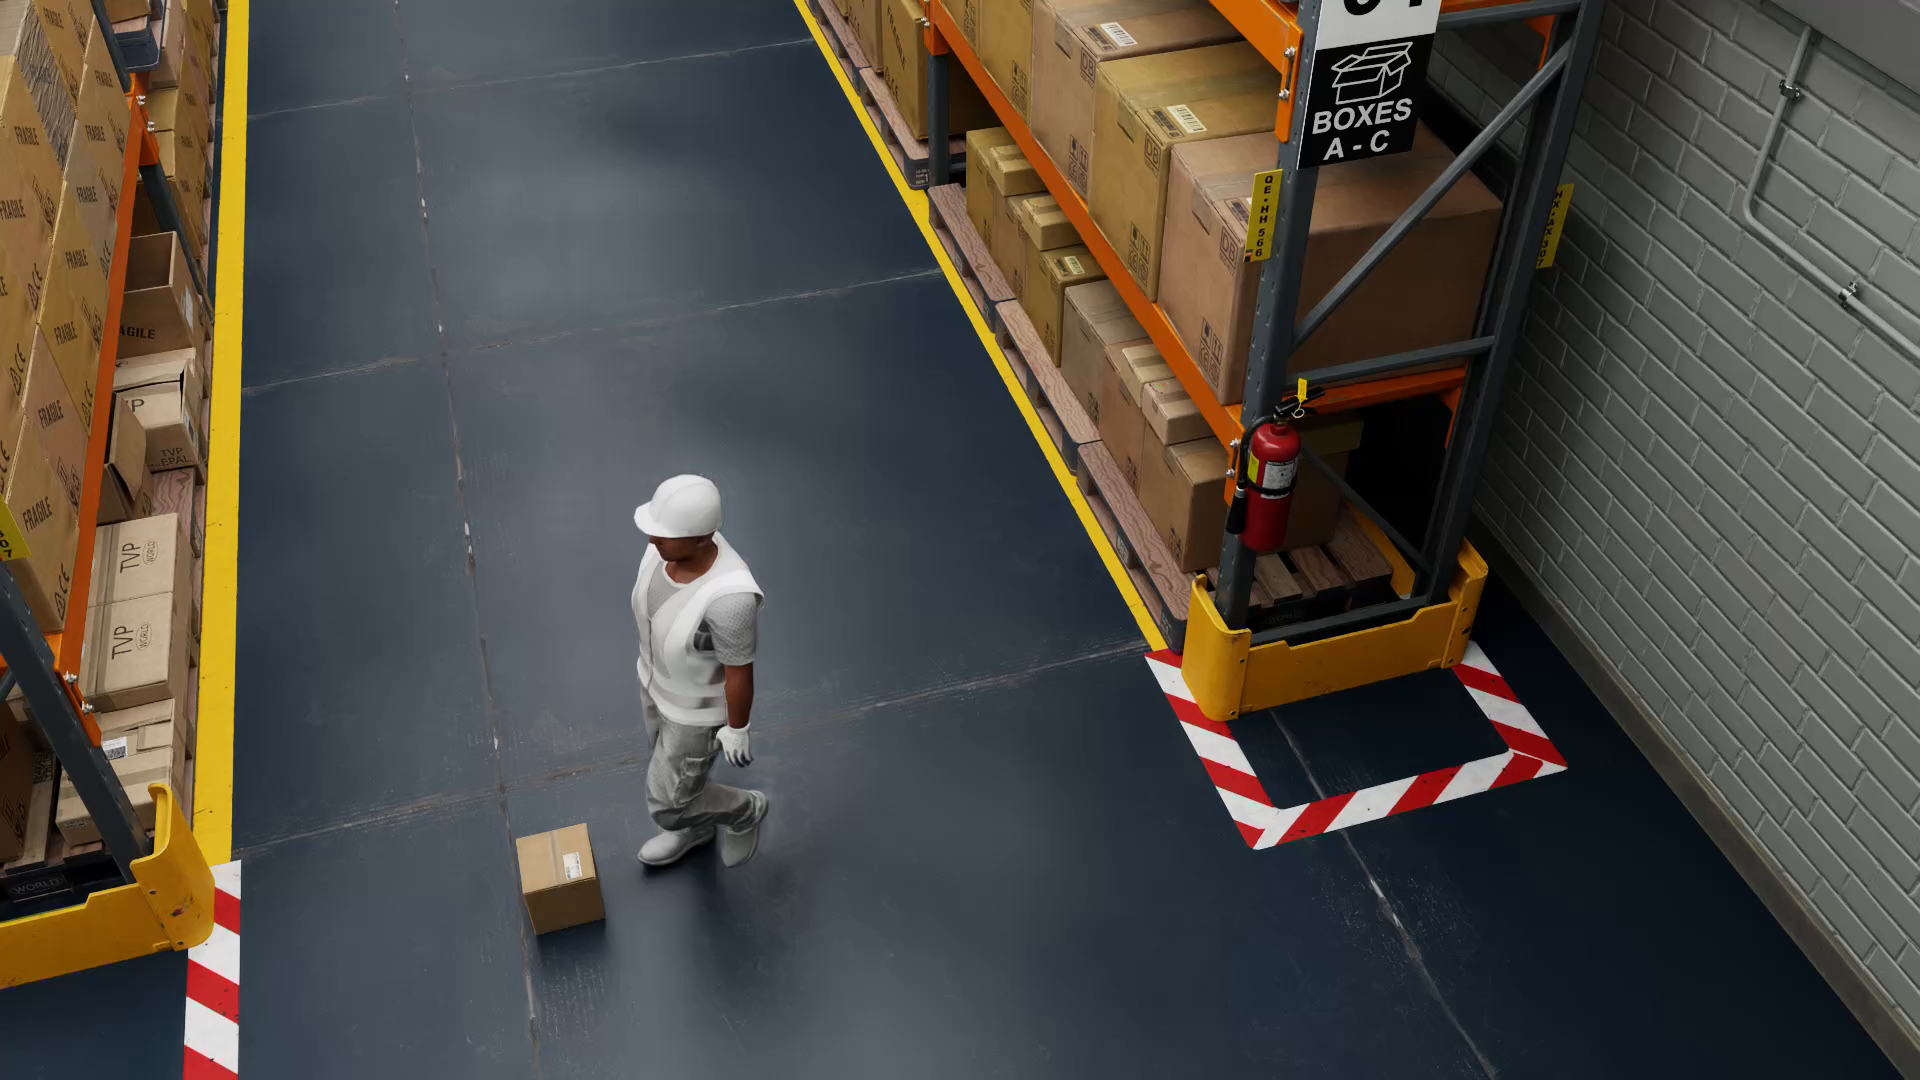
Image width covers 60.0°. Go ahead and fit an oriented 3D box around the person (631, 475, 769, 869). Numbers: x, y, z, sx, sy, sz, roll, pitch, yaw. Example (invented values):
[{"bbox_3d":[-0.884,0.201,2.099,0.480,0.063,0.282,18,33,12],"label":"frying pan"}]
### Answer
[{"bbox_3d":[-0.924,0.504,5.554,0.485,1.775,0.591,-24,47,-24],"label":"person"}]
